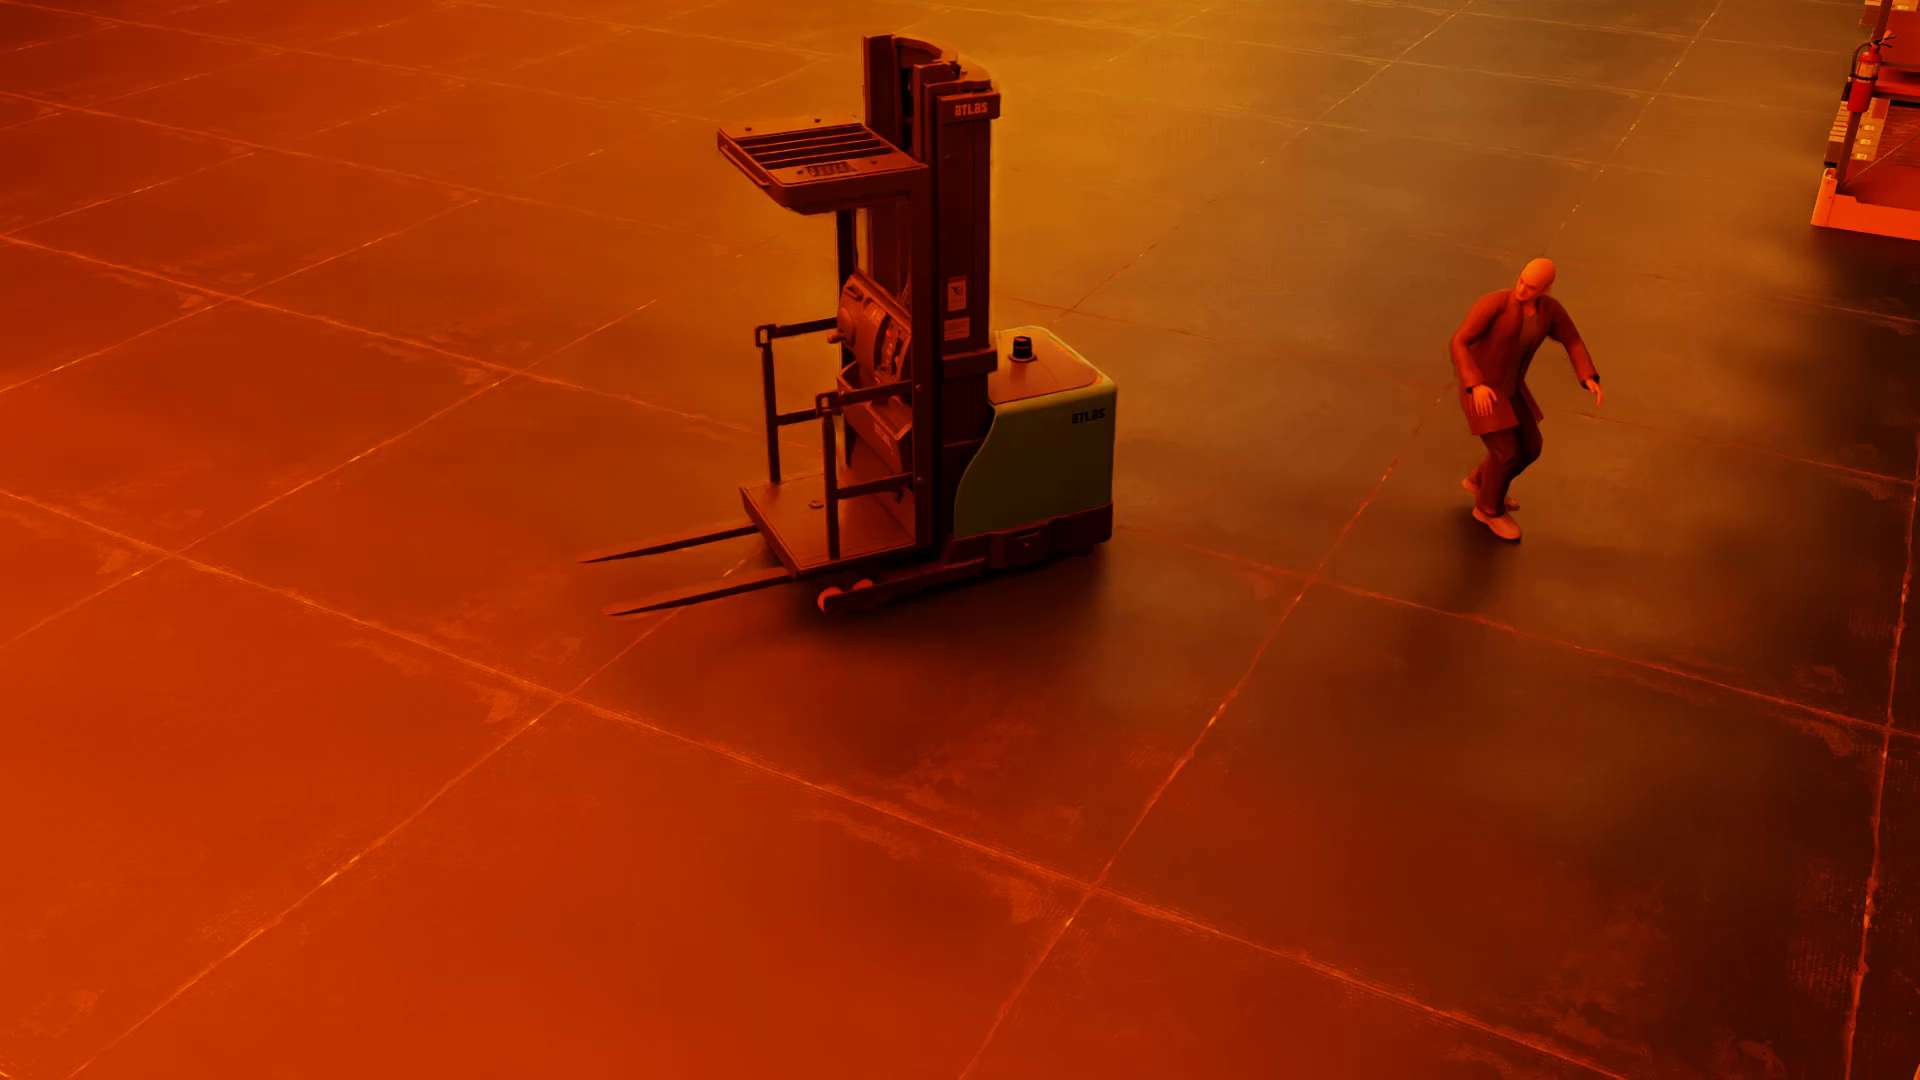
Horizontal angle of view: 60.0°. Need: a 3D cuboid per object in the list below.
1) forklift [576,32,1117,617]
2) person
[{"bbox_3d":[-0.654,-1.140,9.046,3.031,2.935,1.130,-13,32,-21],"label":"forklift"},{"bbox_3d":[3.285,-0.821,9.751,0.862,1.697,0.756,-16,34,-26],"label":"person"}]
